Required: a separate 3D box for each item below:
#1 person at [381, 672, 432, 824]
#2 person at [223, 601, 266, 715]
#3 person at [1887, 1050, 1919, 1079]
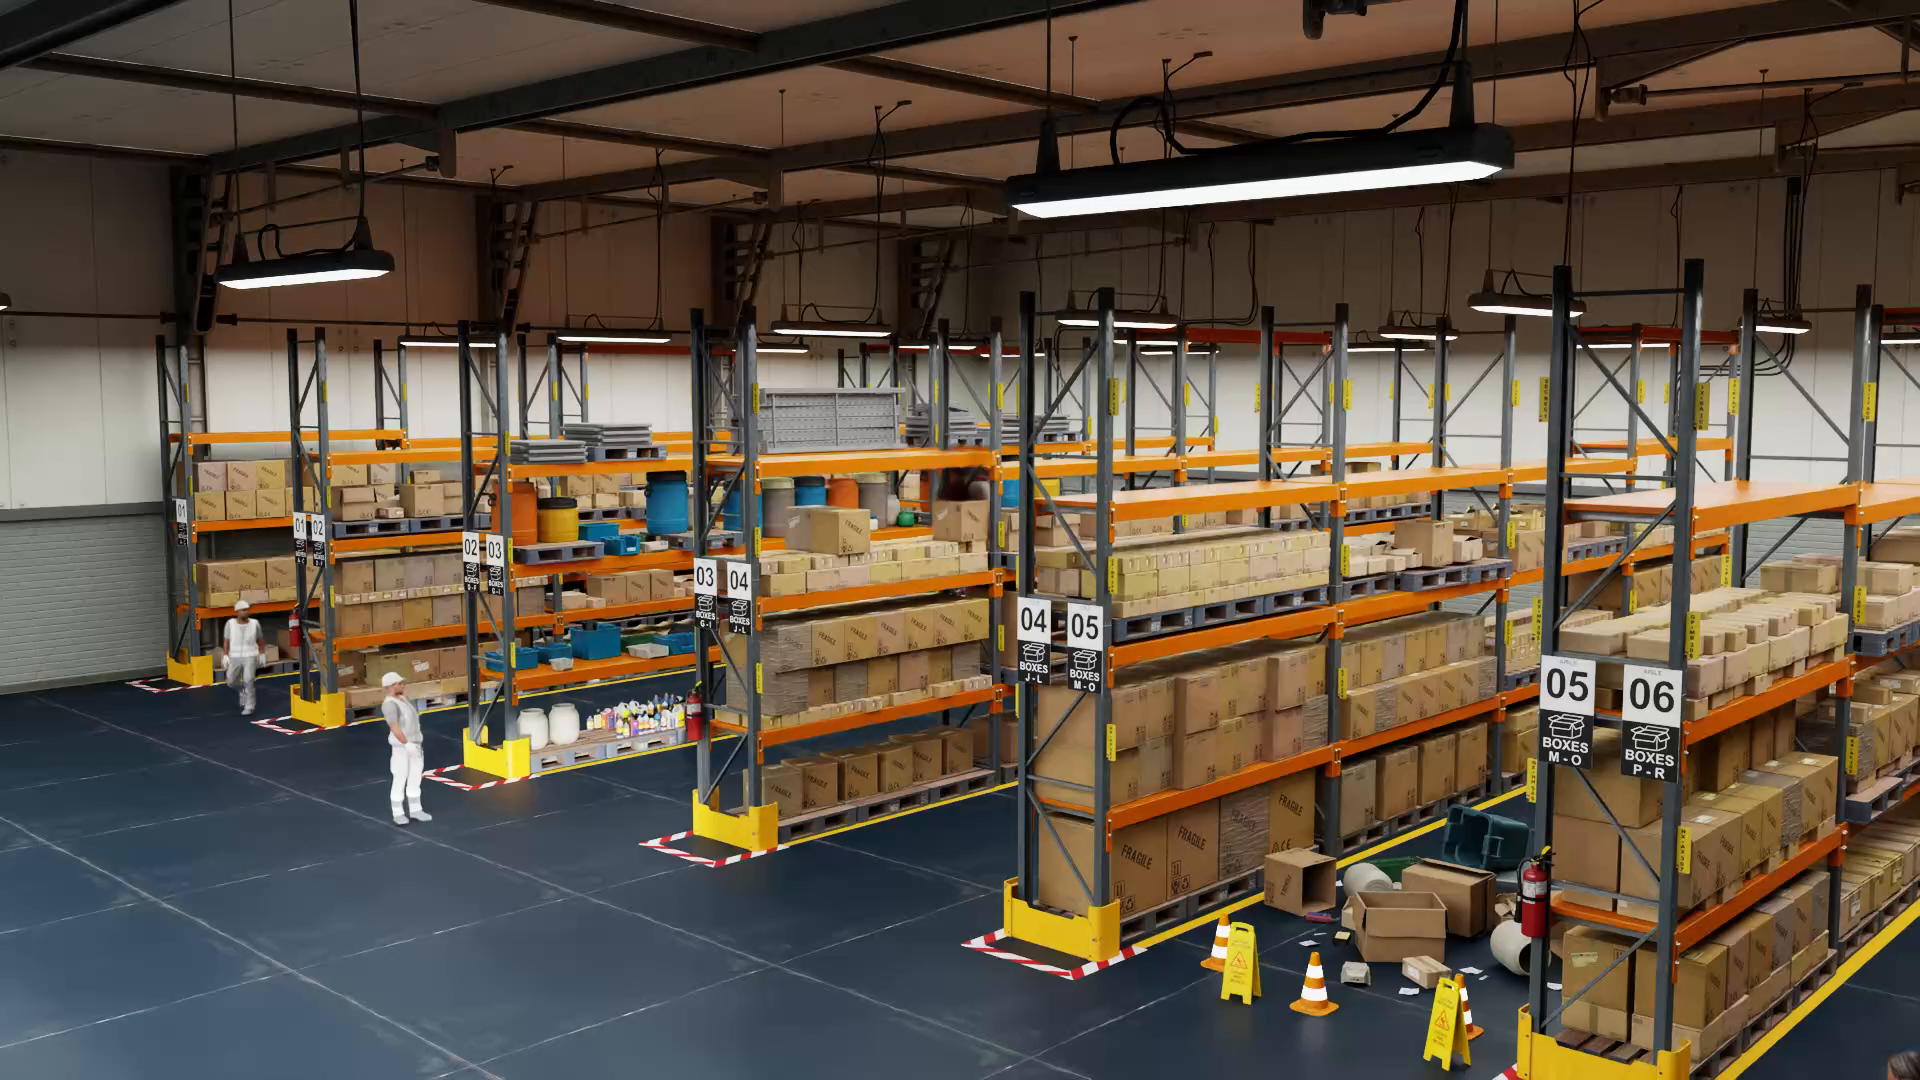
[{"bbox_3d":[-6.493,2.439,19.586,0.646,1.783,0.597,3,6,25],"label":"person"},{"bbox_3d":[-11.196,1.828,26.057,0.578,1.769,0.636,0,5,-3],"label":"person"},{"bbox_3d":[5.002,3.552,8.878,0.393,1.631,0.545,2,6,18],"label":"person"}]
